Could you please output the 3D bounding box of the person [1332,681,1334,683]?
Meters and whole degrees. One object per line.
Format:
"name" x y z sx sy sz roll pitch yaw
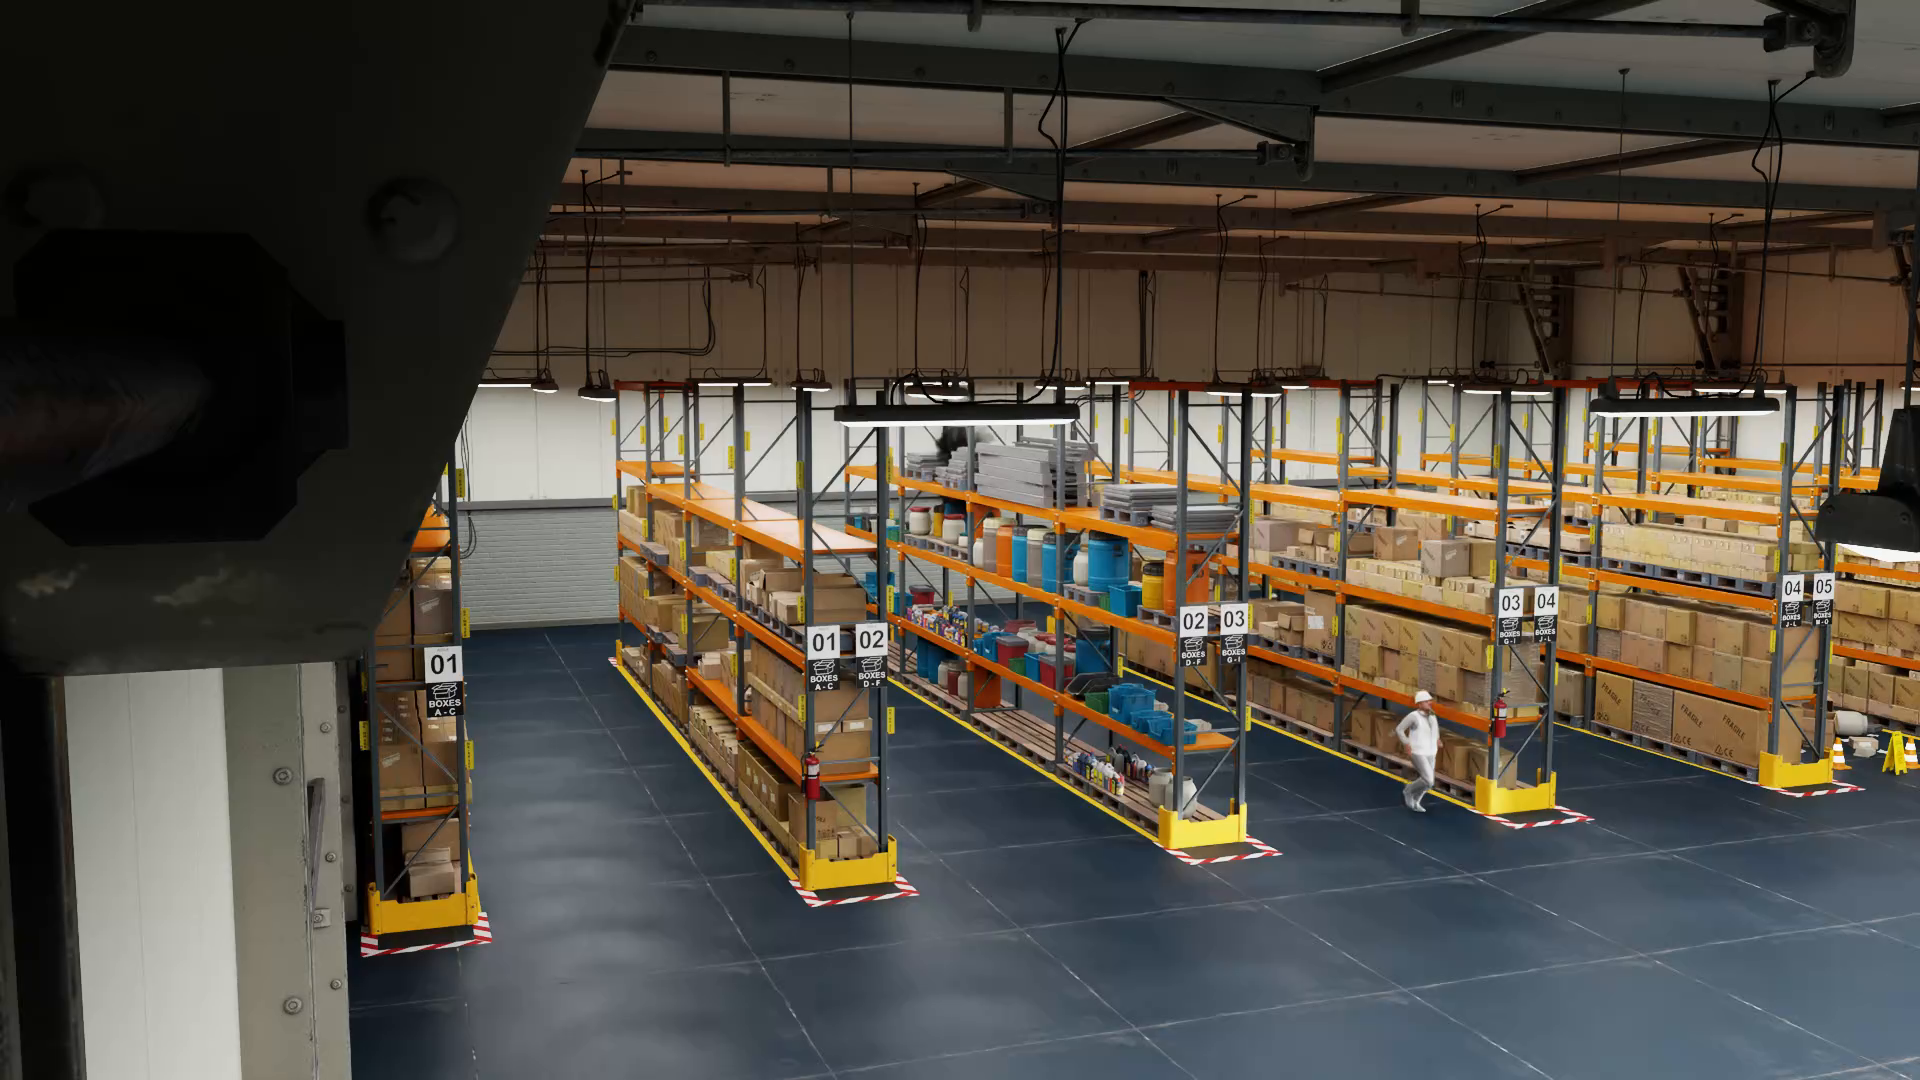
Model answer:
"person" 7.372 2.056 32.870 0.512 1.644 0.737 -3 7 -28

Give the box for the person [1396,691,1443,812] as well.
"person" 6.537 2.993 23.422 0.642 1.725 0.581 -3 7 -30

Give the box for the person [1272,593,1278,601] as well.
"person" 6.245 1.931 33.376 0.672 1.763 0.701 -2 6 -17
